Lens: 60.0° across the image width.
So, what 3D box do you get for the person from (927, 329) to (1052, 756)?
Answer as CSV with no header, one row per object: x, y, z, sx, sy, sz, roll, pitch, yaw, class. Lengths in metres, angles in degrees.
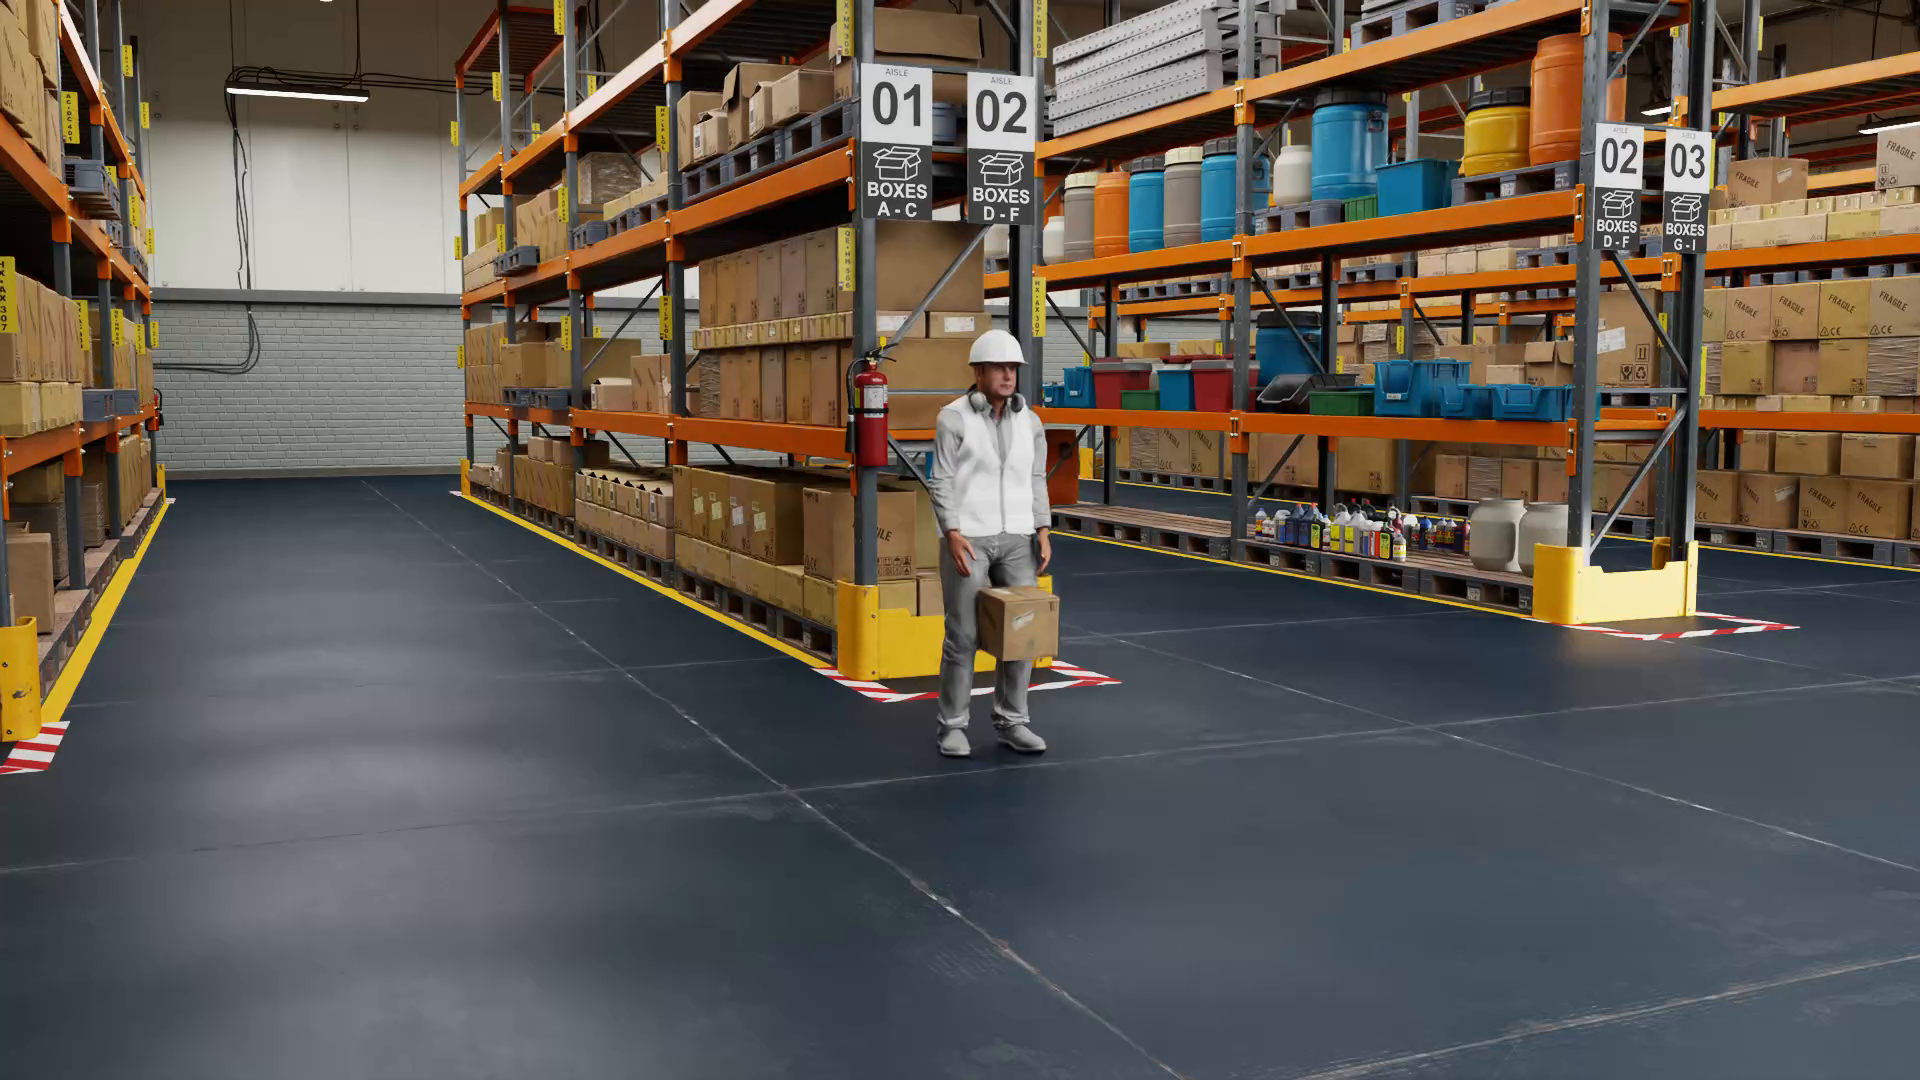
0.134,0.003,7.048,0.558,1.777,0.472,-3,6,-25,person
